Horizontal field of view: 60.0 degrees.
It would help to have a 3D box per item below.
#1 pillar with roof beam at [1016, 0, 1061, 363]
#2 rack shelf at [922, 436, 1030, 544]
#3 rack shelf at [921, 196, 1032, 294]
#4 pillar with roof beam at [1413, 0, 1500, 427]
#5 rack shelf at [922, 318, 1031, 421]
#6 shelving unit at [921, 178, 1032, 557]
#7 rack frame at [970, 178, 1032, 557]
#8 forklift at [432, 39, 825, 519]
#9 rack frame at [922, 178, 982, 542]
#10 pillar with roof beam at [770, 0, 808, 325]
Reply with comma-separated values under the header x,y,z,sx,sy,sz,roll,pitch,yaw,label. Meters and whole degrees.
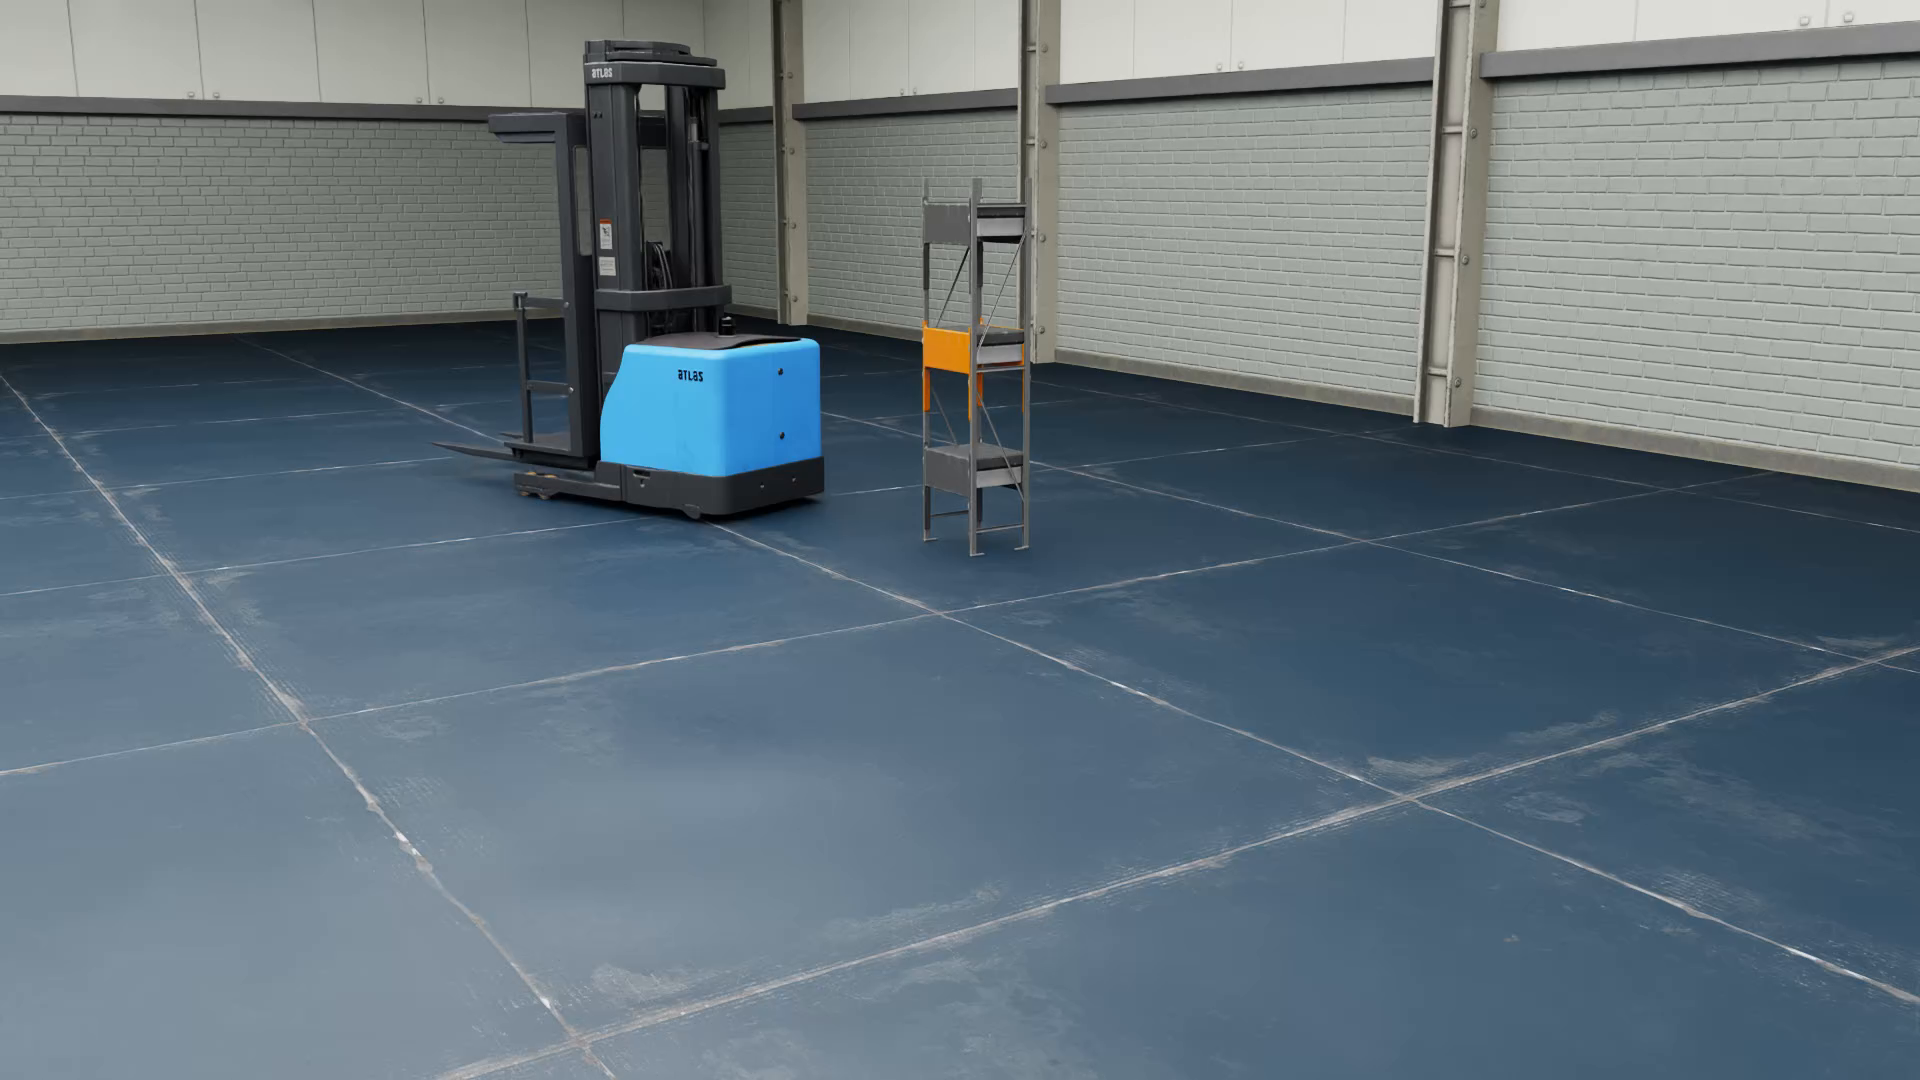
x,y,z,sx,sy,sz,roll,pitch,yaw,label
-2.695,-5.974,16.117,9.100,9.000,0.400,-8,15,-33,pillar with roof beam
0.092,-0.299,9.655,0.431,0.518,0.480,-8,15,-33,rack shelf
0.092,-1.667,9.356,0.431,0.518,0.480,-8,15,-33,rack shelf
0.630,-4.907,11.237,9.100,9.000,0.400,-8,15,-33,pillar with roof beam
0.092,-0.983,9.506,0.431,0.518,0.480,-8,15,-33,rack shelf
0.092,-0.996,9.503,0.431,2.100,0.503,-8,15,-33,shelving unit
0.227,-0.953,9.304,0.400,2.100,0.015,-8,15,-33,rack frame
-2.391,-1.784,11.161,3.031,2.935,1.130,9,15,35,forklift
-0.043,-1.040,9.701,0.400,2.100,0.015,-8,15,-33,rack frame
-6.019,-7.041,20.996,9.100,9.000,0.400,-8,15,-33,pillar with roof beam
